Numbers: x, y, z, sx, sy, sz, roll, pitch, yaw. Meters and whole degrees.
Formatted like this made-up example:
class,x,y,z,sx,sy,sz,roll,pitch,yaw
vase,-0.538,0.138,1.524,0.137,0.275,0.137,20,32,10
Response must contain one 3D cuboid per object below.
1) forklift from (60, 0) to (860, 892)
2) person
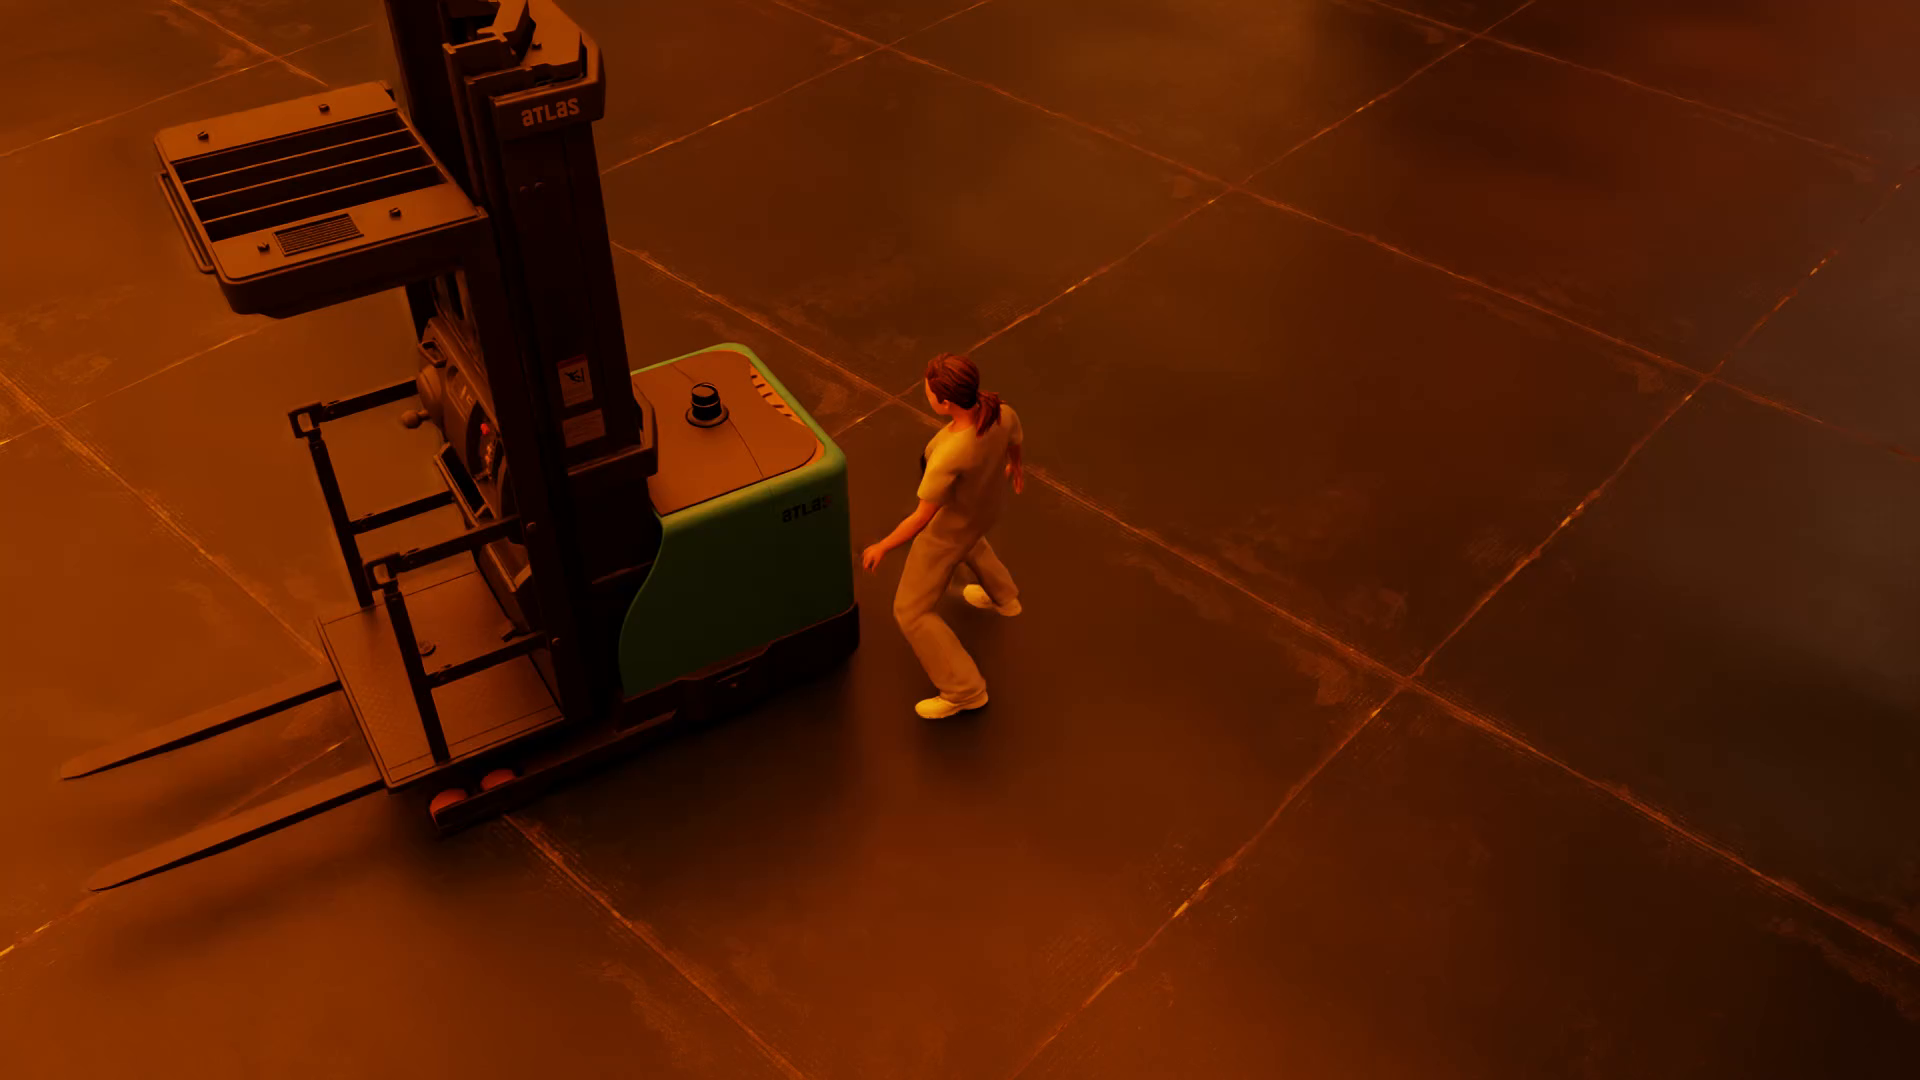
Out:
class,x,y,z,sx,sy,sz,roll,pitch,yaw
forklift,-1.954,-0.393,5.886,3.031,2.935,1.130,-21,45,-23
person,-0.016,-0.102,6.613,0.587,1.573,0.824,27,48,28
